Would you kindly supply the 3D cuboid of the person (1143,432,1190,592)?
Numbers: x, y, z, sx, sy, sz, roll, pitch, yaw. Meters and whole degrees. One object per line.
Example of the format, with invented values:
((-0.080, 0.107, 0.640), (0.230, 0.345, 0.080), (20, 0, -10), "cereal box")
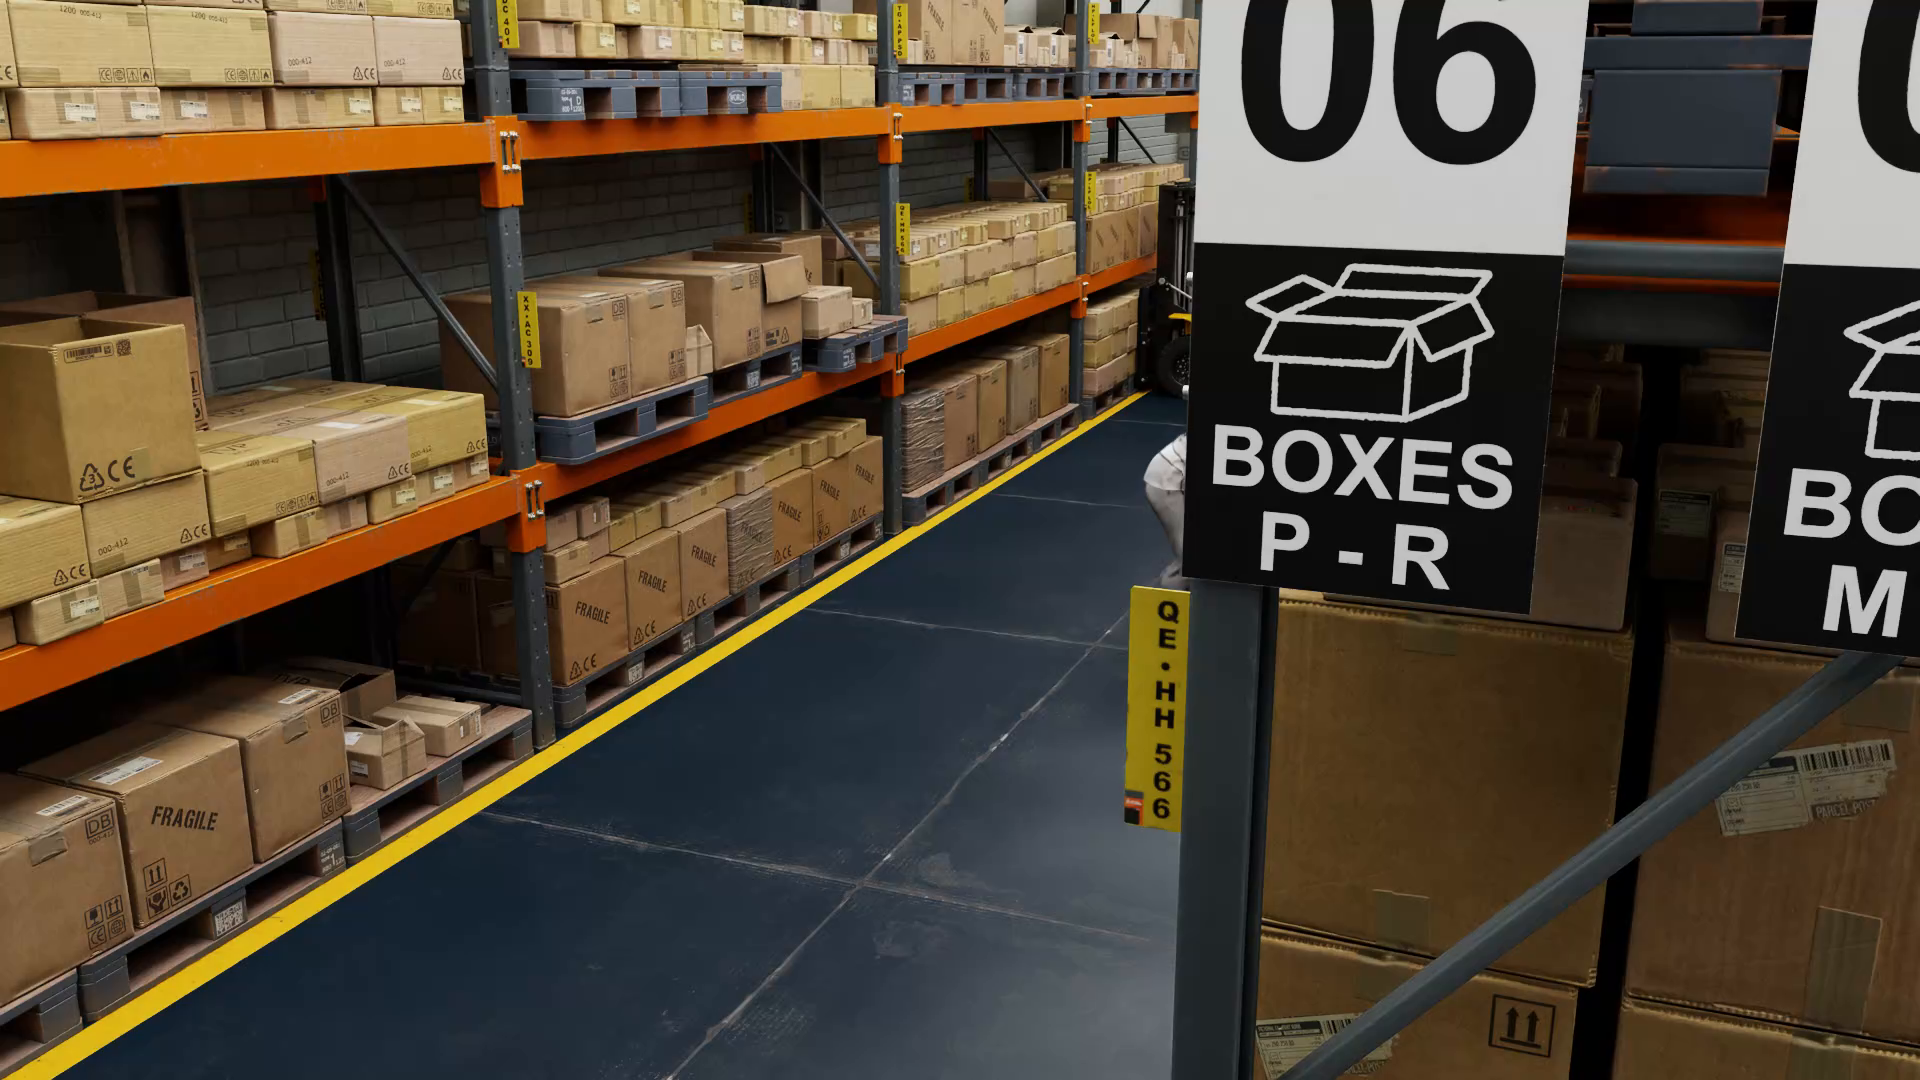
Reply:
((1.375, -0.178, 9.032), (0.756, 1.474, 0.414), (6, 16, 19), "person")
